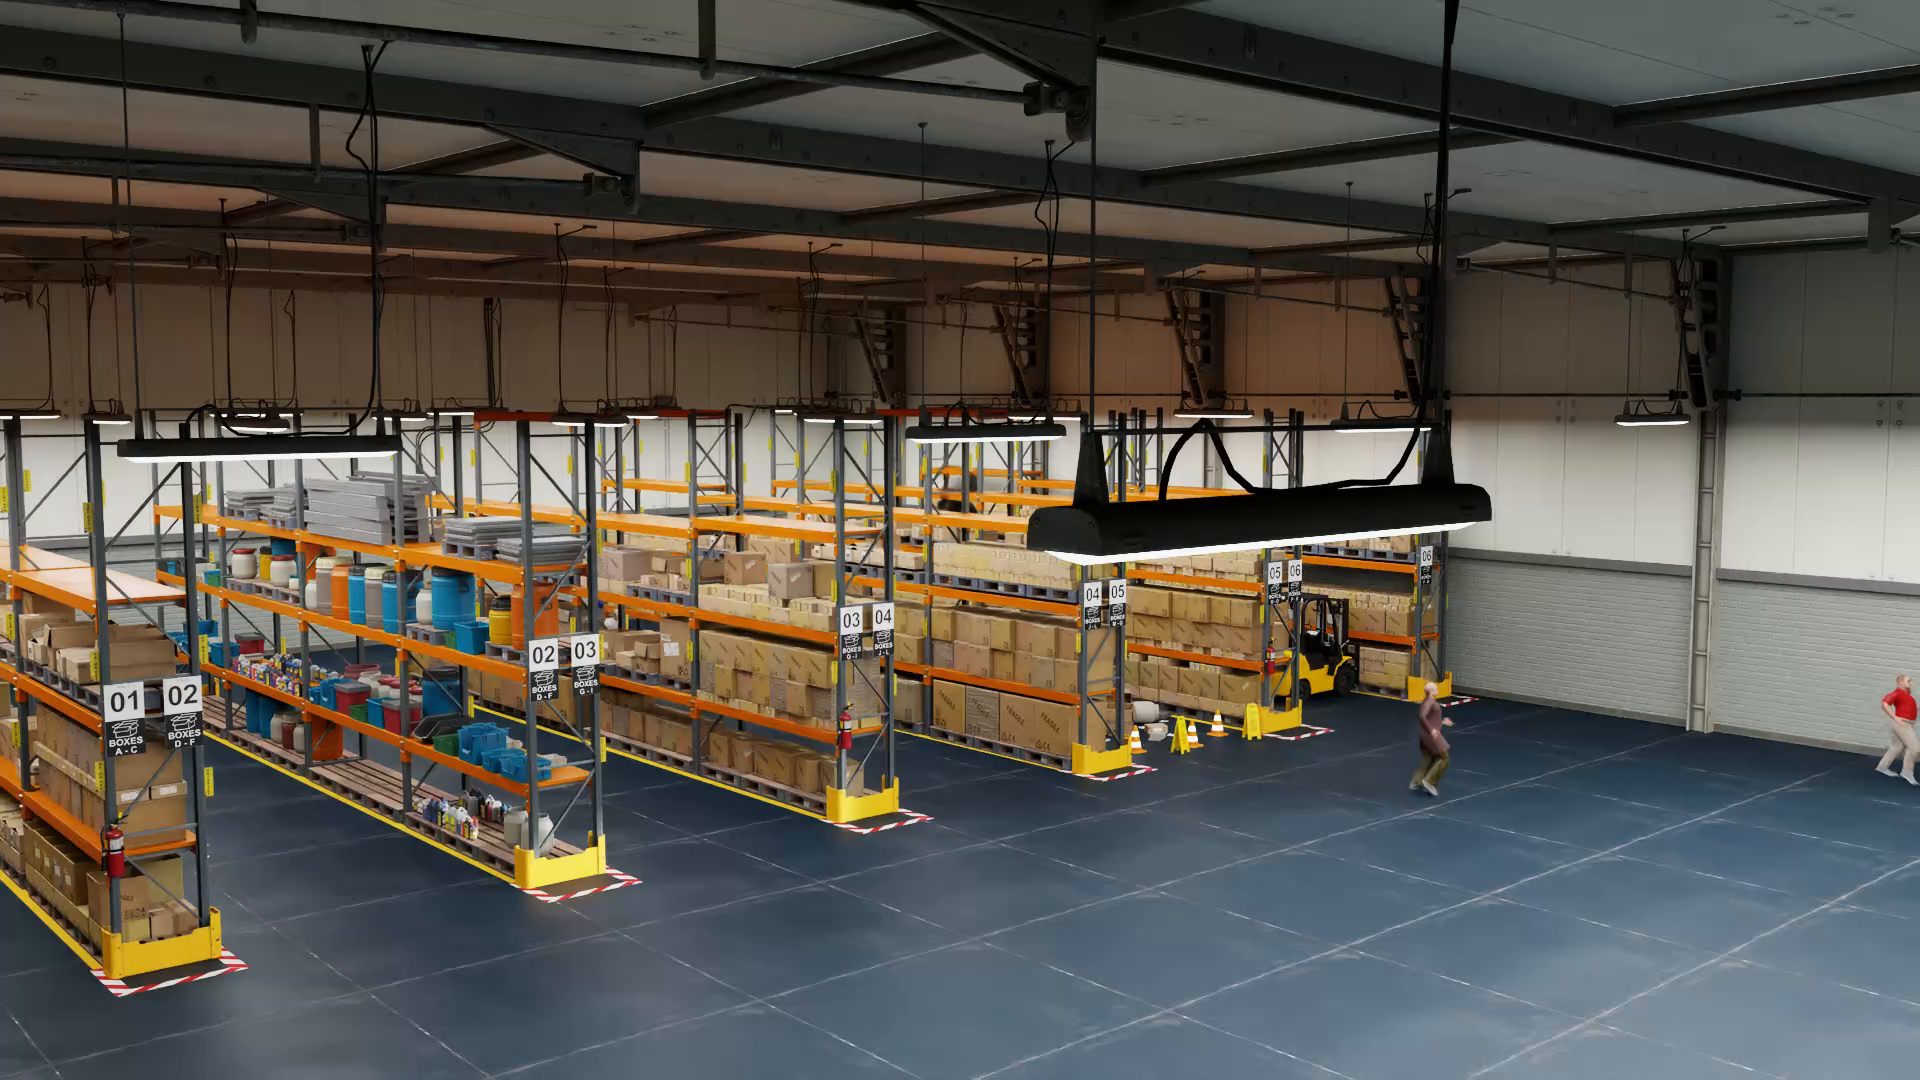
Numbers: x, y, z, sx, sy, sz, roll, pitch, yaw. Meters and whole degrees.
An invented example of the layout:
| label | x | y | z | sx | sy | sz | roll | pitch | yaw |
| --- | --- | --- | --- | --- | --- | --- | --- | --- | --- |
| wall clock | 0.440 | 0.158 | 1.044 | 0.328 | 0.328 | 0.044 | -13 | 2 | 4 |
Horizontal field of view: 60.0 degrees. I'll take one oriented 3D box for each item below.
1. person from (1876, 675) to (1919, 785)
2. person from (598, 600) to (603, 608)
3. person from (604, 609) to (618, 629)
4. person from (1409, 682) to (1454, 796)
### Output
| label | x | y | z | sx | sy | sz | roll | pitch | yaw |
| --- | --- | --- | --- | --- | --- | --- | --- | --- | --- |
| person | 15.404 | 3.097 | 27.163 | 0.745 | 1.798 | 0.639 | 4 | 6 | 37 |
| person | -9.000 | 1.967 | 41.160 | 0.694 | 1.495 | 0.649 | -1 | 5 | -13 |
| person | -7.760 | 2.312 | 37.056 | 0.842 | 1.611 | 0.604 | 4 | 7 | 40 |
| person | 7.474 | 3.162 | 26.318 | 0.687 | 1.827 | 0.687 | 0 | 5 | 5 |
